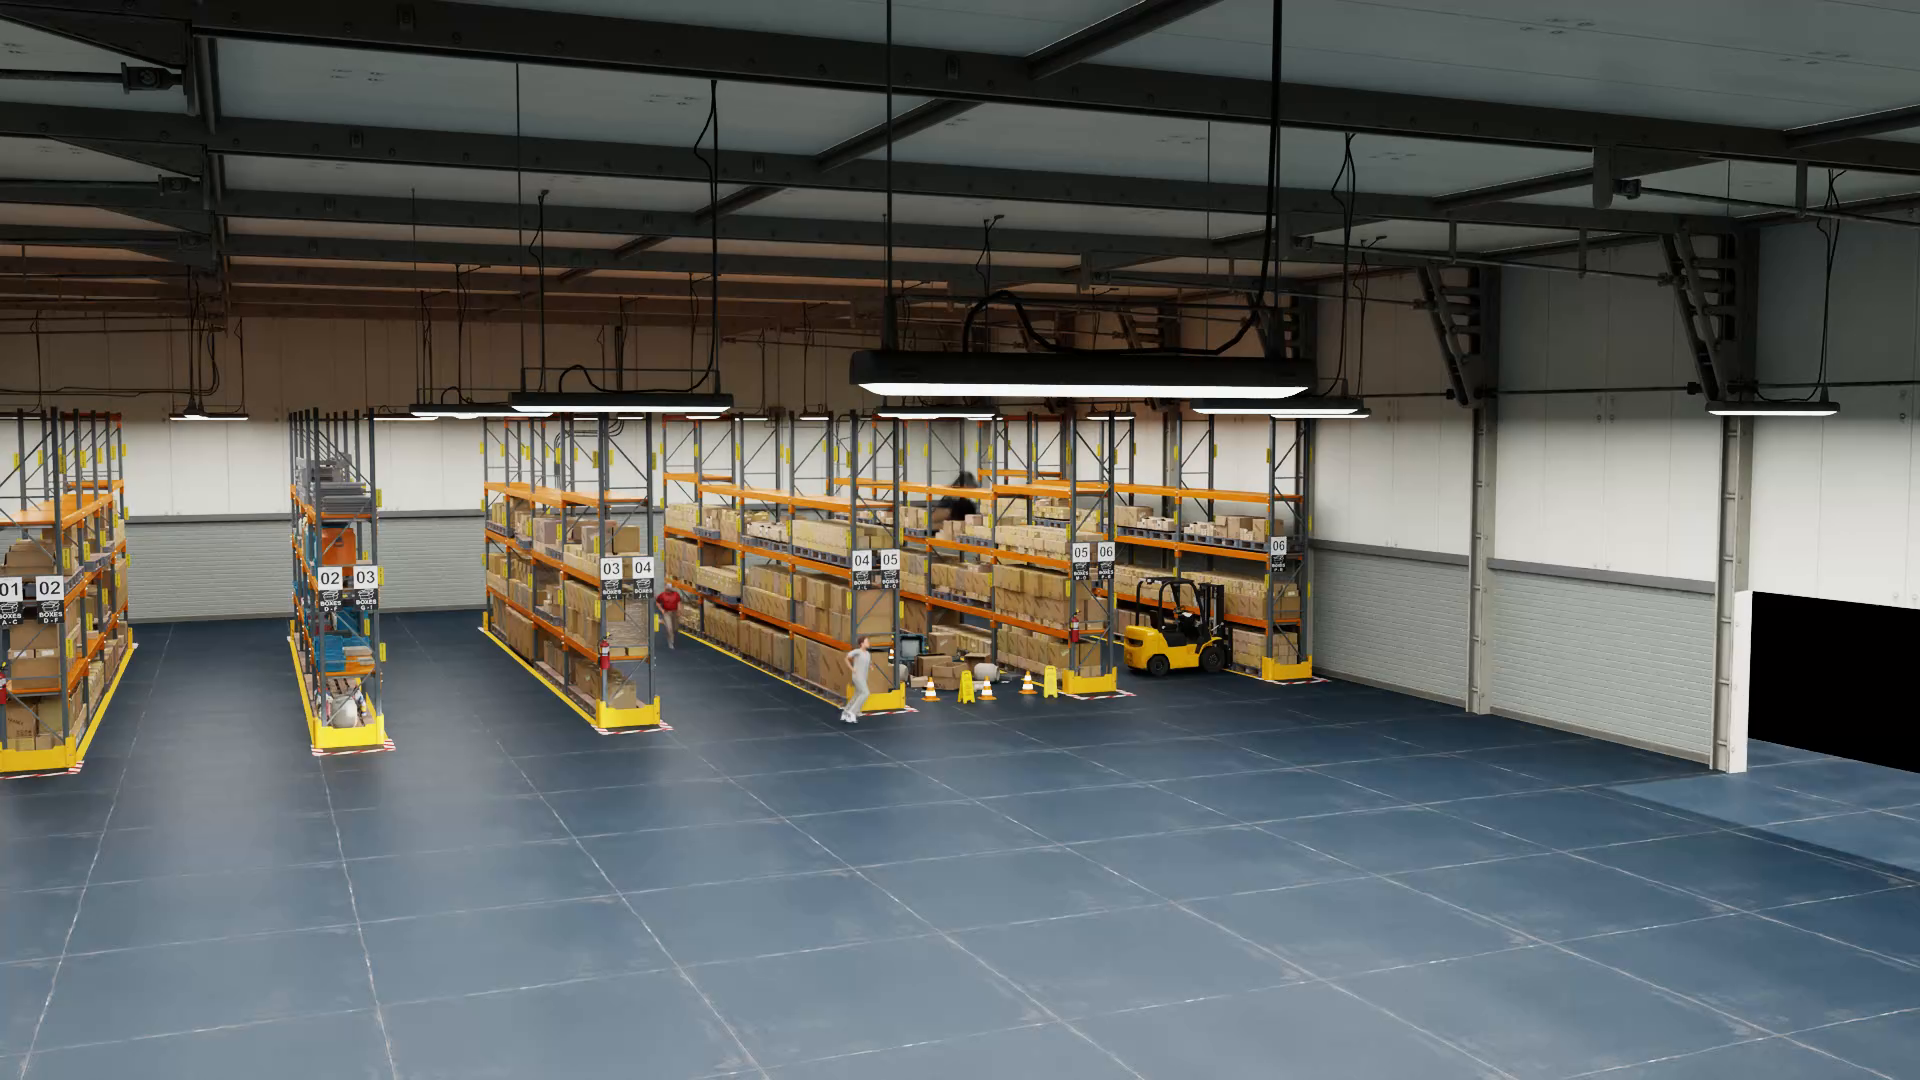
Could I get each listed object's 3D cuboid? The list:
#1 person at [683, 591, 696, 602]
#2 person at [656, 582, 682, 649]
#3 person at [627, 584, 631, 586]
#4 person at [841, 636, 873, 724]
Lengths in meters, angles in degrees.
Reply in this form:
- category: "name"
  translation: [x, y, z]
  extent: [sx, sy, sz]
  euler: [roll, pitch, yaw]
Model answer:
- category: "person"
  translation: [-8.055, 1.369, 49.497]
  extent: [0.953, 1.730, 0.724]
  euler: [2, 4, 23]
- category: "person"
  translation: [-7.434, 1.927, 42.606]
  extent: [0.658, 1.694, 0.819]
  euler: [-2, 4, -26]
- category: "person"
  translation: [-9.696, 1.634, 47.173]
  extent: [0.672, 1.576, 0.497]
  euler: [1, 4, 20]
- category: "person"
  translation: [-1.945, 2.669, 31.953]
  extent: [0.631, 1.655, 0.609]
  euler: [2, 4, 24]
